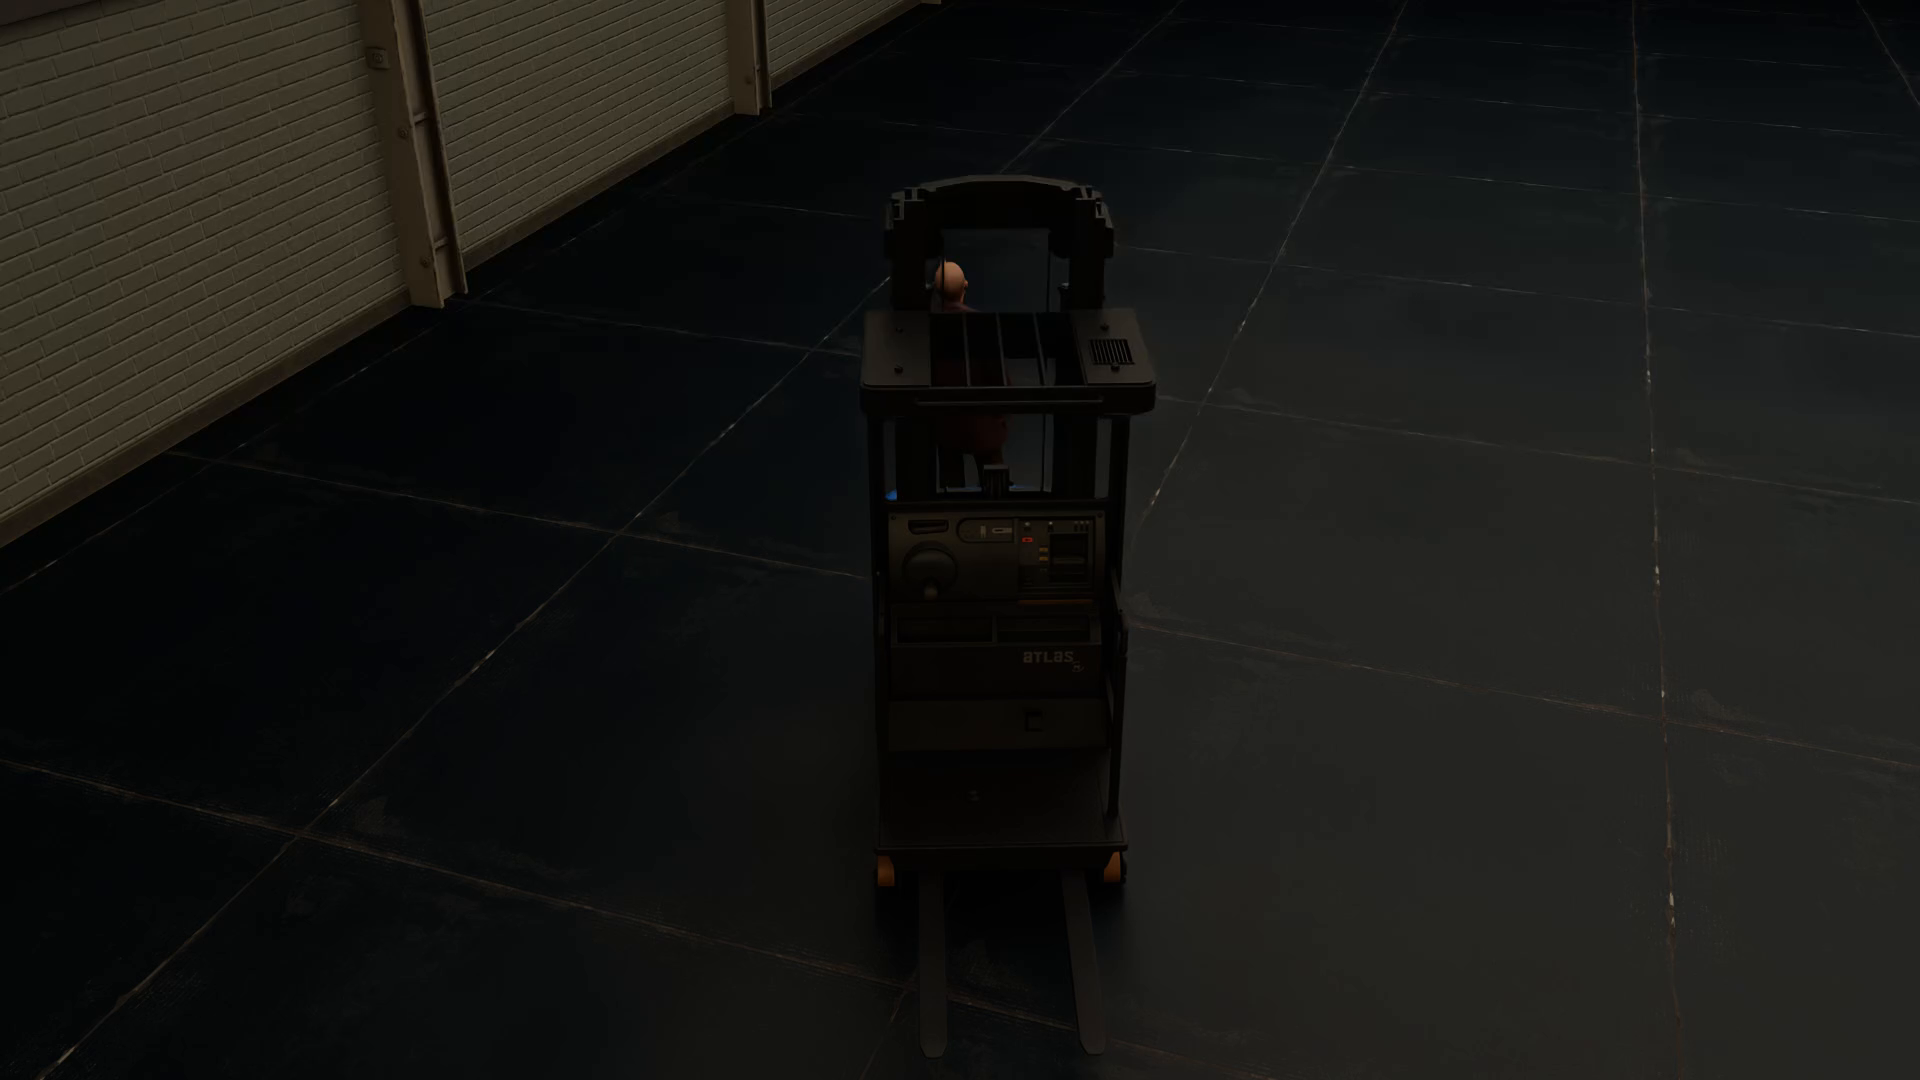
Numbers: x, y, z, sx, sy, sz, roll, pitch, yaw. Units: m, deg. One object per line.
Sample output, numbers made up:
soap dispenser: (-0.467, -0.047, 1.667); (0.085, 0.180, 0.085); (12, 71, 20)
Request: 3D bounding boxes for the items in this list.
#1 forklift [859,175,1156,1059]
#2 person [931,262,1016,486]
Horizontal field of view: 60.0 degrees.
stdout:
forklift: (0.166, 0.110, 6.944); (1.130, 2.935, 3.031); (-1, 30, -1)
person: (0.033, -0.821, 9.727); (0.698, 1.778, 0.579); (10, 31, 16)
